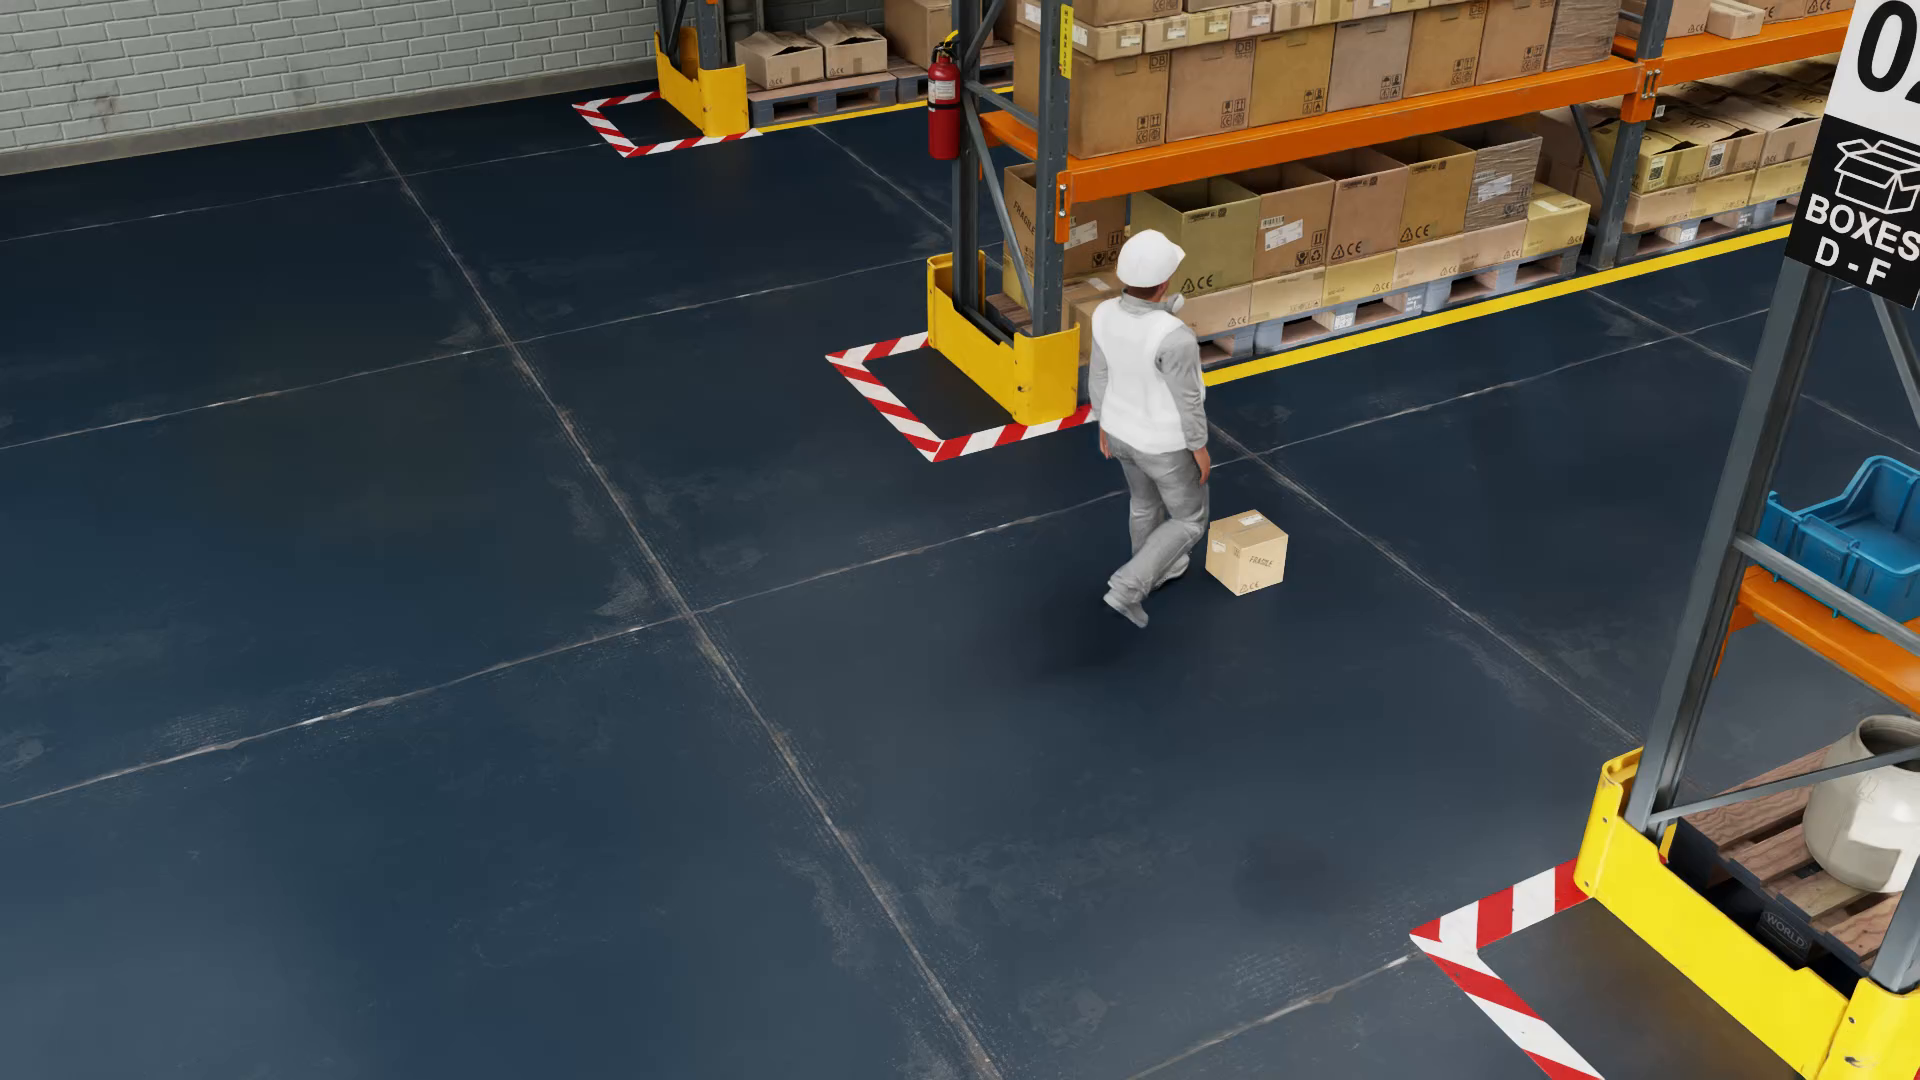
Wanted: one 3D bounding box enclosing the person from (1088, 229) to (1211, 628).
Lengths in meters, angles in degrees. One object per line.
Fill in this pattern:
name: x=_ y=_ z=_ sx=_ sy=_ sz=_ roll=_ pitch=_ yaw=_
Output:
person: x=0.802 y=-0.456 z=6.801 sx=0.752 sy=1.757 sz=0.549 roll=-23 pitch=40 yaw=-32
